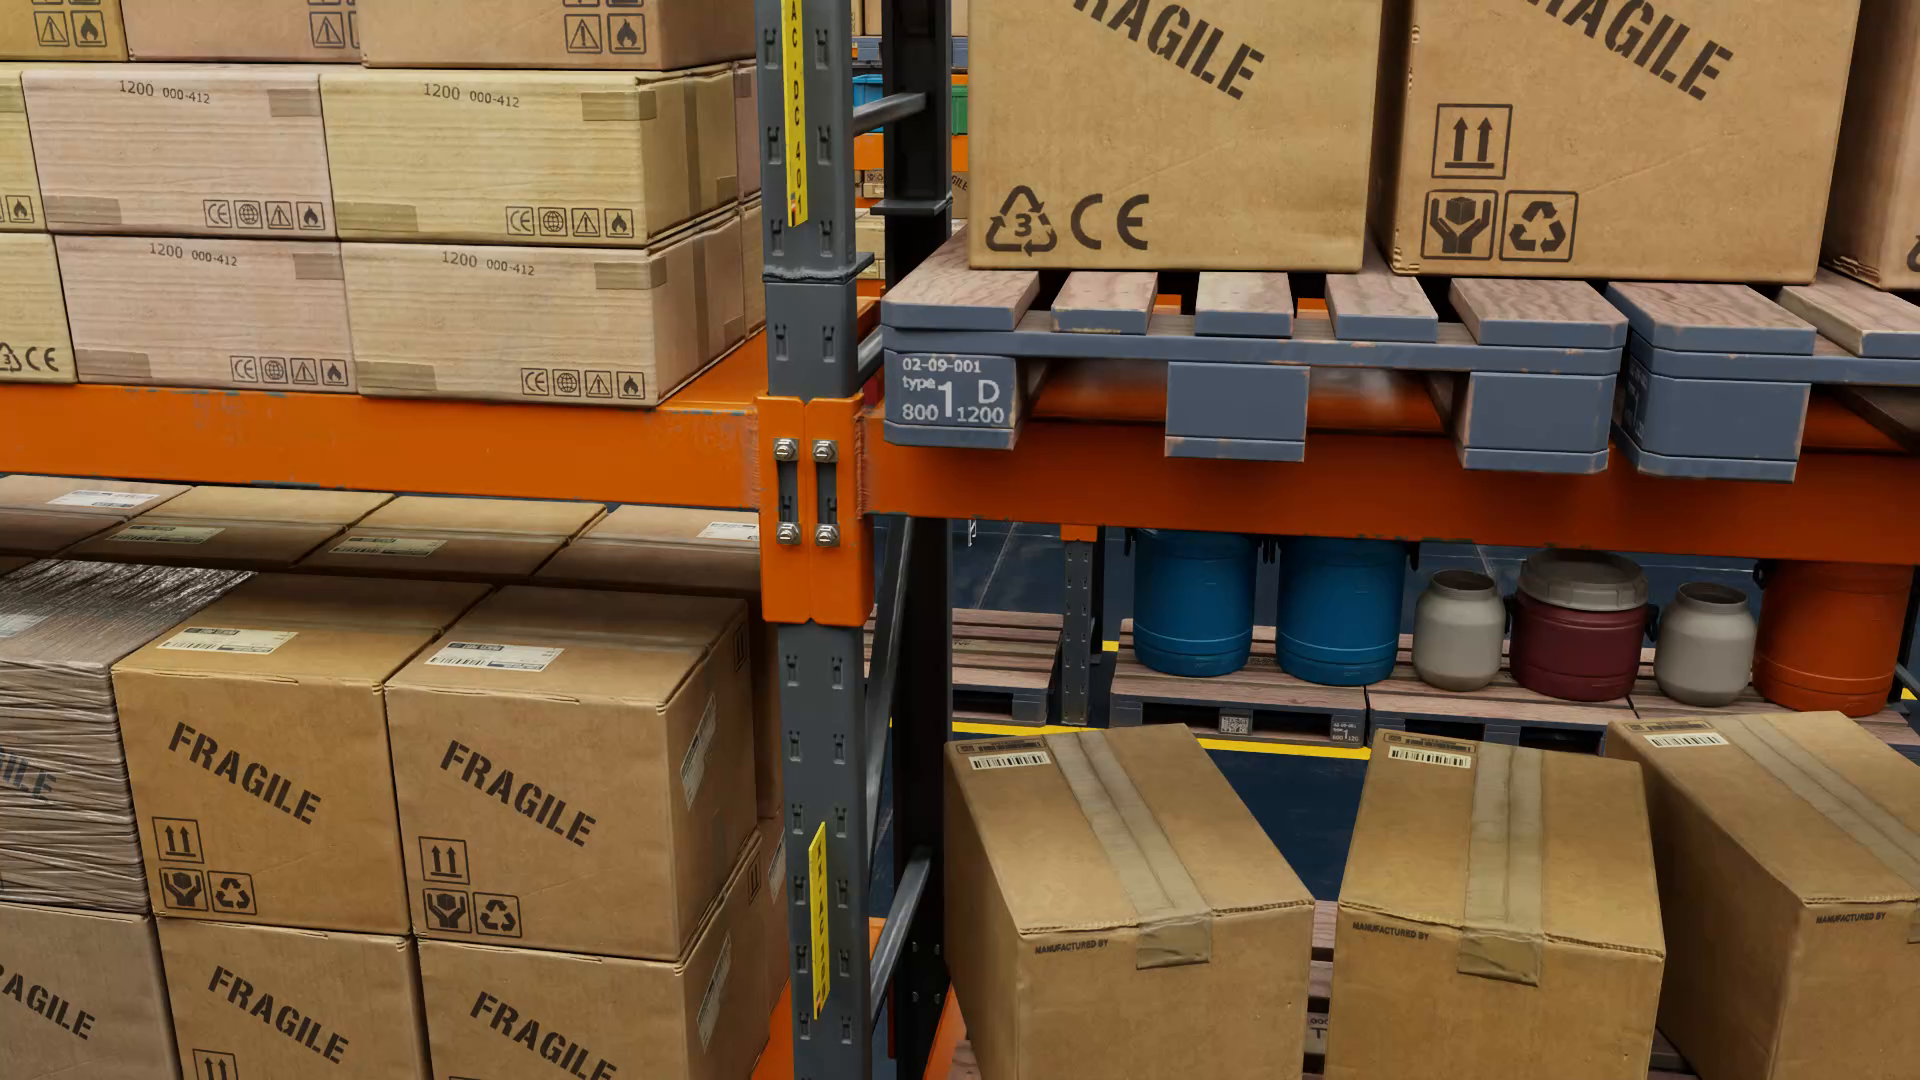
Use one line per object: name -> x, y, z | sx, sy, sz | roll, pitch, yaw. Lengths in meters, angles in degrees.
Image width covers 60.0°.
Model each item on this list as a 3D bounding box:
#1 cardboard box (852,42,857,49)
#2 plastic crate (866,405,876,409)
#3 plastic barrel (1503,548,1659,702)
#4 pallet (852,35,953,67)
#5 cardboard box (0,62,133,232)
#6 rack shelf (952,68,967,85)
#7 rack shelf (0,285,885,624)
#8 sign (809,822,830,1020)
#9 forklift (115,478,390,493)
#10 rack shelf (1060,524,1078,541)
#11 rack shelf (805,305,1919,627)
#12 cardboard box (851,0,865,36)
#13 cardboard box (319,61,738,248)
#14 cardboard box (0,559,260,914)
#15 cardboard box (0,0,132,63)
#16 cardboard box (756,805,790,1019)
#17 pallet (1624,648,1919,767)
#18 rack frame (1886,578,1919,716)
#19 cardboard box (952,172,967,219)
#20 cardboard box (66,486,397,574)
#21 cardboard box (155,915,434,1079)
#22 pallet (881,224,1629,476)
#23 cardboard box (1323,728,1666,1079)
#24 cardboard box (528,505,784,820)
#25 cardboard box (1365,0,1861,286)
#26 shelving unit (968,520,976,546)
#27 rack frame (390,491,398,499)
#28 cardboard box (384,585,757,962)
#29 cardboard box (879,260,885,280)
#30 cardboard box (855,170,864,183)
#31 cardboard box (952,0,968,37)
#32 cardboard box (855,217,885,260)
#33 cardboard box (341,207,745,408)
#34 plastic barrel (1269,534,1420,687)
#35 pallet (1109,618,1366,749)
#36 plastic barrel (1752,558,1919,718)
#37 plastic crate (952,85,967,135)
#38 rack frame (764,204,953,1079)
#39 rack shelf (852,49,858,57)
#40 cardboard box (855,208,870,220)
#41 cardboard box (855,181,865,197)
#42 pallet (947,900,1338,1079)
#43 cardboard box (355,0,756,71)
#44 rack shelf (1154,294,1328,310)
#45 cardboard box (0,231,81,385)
cardboard box -> -1.242, -5.222, 17.190 | 0.500, 0.250, 0.500 | 4, 19, 11
plastic crate -> -0.515, -0.541, 8.032 | 0.590, 0.125, 0.437 | 3, 19, 9
plastic barrel -> 2.981, 0.399, 8.023 | 0.708, 0.588, 0.600 | 3, 19, 9
pallet -> -0.589, -3.710, 12.576 | 1.213, 0.211, 1.003 | 3, 19, 9
cardboard box -> -1.666, -0.699, 2.887 | 0.500, 0.250, 0.500 | 3, 19, 9
rack shelf -> -0.556, -3.405, 12.658 | 4.000, 0.370, 1.077 | 3, 19, 9
rack shelf -> -2.131, -0.301, 3.383 | 4.000, 0.370, 1.077 | 3, 19, 9
sign -> -0.235, 0.640, 2.797 | 0.005, 0.325, 0.100 | 3, 19, 9
forklift -> -2.237, -0.025, 6.260 | 3.031, 2.935, 1.130 | 4, 19, 10
rack shelf -> -1.342, -0.431, 8.496 | 4.000, 0.370, 1.077 | 3, 19, 9
rack shelf -> 1.818, -0.100, 2.781 | 4.000, 0.370, 1.077 | 3, 19, 9
cardboard box -> -0.955, -4.054, 12.488 | 0.500, 0.500, 0.700 | 2, 19, 5
cardboard box -> -0.680, -0.647, 2.731 | 0.500, 0.250, 0.500 | 3, 19, 9
cardboard box -> -1.701, 0.364, 3.254 | 0.500, 0.500, 0.500 | 3, 19, 9
cardboard box -> -1.609, -1.169, 3.108 | 0.500, 0.500, 0.700 | 3, 19, 9
cardboard box -> -0.617, 0.722, 3.760 | 0.500, 0.500, 0.500 | 3, 19, 10
pallet -> 3.797, 0.826, 8.002 | 1.213, 0.211, 1.003 | 3, 19, 9
rack frame -> 4.582, -0.470, 7.480 | 0.127, 3.000, 1.000 | 3, 19, 9
cardboard box -> -0.014, -2.804, 13.043 | 0.500, 0.500, 0.500 | 2, 19, 7
cardboard box -> -1.594, 0.195, 3.759 | 0.500, 0.500, 0.500 | 2, 19, 7
cardboard box -> -1.200, 0.863, 3.339 | 0.500, 0.500, 0.500 | 3, 19, 10
pallet -> 0.476, -0.398, 2.834 | 1.003, 0.211, 1.213 | 3, 19, 9
cardboard box -> 0.964, 0.743, 3.037 | 0.500, 0.500, 0.700 | 6, 19, 17
cardboard box -> -0.577, 0.247, 3.604 | 0.500, 0.500, 0.500 | 3, 19, 10
cardboard box -> 0.992, -0.761, 2.646 | 0.600, 0.600, 0.600 | 3, 19, 8
shelving unit -> -0.163, -0.577, 10.638 | 0.503, 1.200, 0.258 | 3, 19, 9
rack frame -> -3.317, -0.872, 8.683 | 0.127, 3.000, 1.000 | 3, 19, 9
cardboard box -> -0.697, 0.415, 3.103 | 0.500, 0.500, 0.500 | 3, 19, 9
cardboard box -> -0.455, -2.094, 12.730 | 0.250, 0.149, 0.380 | 3, 19, 10
cardboard box -> -1.245, -4.052, 17.560 | 0.500, 0.500, 0.500 | 4, 19, 11
cardboard box -> 0.106, -3.988, 12.291 | 0.500, 0.500, 0.700 | 4, 19, 11
cardboard box -> -0.574, -2.310, 12.748 | 0.500, 0.250, 0.500 | 3, 19, 8
cardboard box -> -0.679, -0.412, 2.816 | 0.500, 0.250, 0.500 | 3, 19, 9
plastic barrel -> 1.866, 0.193, 8.143 | 0.708, 0.901, 0.600 | 3, 19, 9
pallet -> 1.388, 0.703, 8.369 | 1.213, 0.211, 1.003 | 3, 19, 9
plastic barrel -> 4.096, 0.341, 7.815 | 0.708, 0.830, 0.600 | 3, 19, 9
plastic crate -> 0.166, -1.920, 7.420 | 0.662, 0.188, 0.450 | 3, 19, 9
rack frame -> -0.157, 0.881, 3.444 | 0.127, 3.000, 1.000 | 3, 19, 9
rack shelf -> 0.330, -4.954, 17.287 | 4.000, 0.370, 1.077 | 3, 19, 9
cardboard box -> -1.007, -2.502, 13.320 | 0.500, 0.250, 0.500 | 2, 19, 7
cardboard box -> -1.119, -3.735, 17.634 | 0.250, 0.149, 0.380 | 4, 19, 11
pallet -> 0.615, 1.046, 3.252 | 1.213, 0.211, 1.003 | 3, 19, 9
cardboard box -> -0.643, -1.076, 2.831 | 0.500, 0.500, 0.700 | 3, 19, 9
rack shelf -> 3.393, -1.781, 12.532 | 4.000, 0.370, 1.077 | 3, 19, 9
cardboard box -> -1.666, -0.463, 2.968 | 0.500, 0.250, 0.500 | 3, 19, 9
